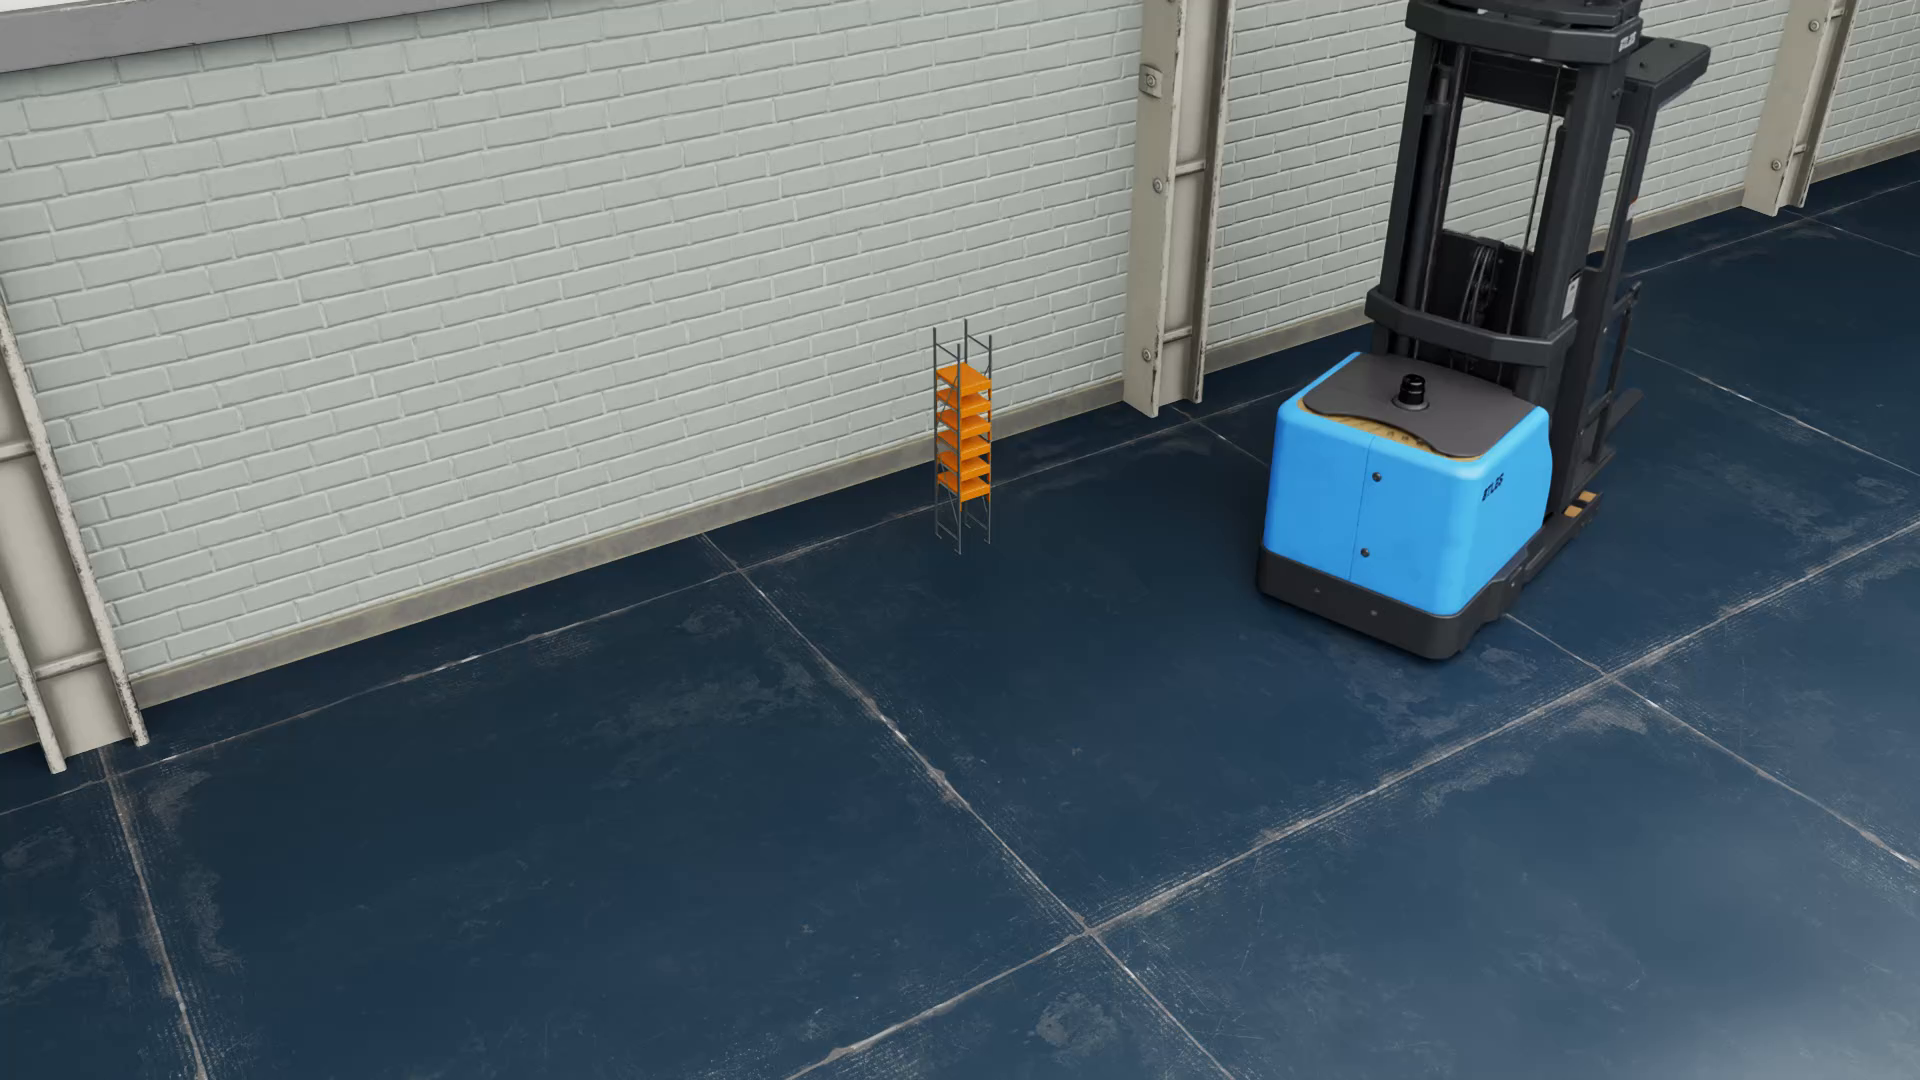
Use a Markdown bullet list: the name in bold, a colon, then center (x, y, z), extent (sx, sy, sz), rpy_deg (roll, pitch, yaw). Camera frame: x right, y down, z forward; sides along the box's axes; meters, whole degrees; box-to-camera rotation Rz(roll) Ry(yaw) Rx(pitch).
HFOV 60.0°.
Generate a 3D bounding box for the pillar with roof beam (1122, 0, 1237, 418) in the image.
- **pillar with roof beam**: center (3.554, -2.729, 4.641), extent (0.400, 9.000, 9.100), rpy_deg (-19, 37, -27)

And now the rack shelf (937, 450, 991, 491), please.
- **rack shelf**: center (0.012, -0.373, 8.524), extent (0.180, 0.103, 0.258), rpy_deg (-19, 37, -27)

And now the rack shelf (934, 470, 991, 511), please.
- **rack shelf**: center (0.012, -0.271, 8.588), extent (0.180, 0.103, 0.258), rpy_deg (-19, 37, -27)

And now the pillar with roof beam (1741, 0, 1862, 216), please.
- **pillar with roof beam**: center (8.597, -4.463, 7.390), extent (0.400, 9.000, 9.100), rpy_deg (-19, 37, -27)

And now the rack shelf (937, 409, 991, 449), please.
- **rack shelf**: center (0.012, -0.576, 8.396), extent (0.180, 0.103, 0.258), rpy_deg (-19, 37, -27)

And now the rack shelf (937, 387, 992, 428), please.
- **rack shelf**: center (0.012, -0.677, 8.332), extent (0.180, 0.103, 0.258), rpy_deg (-19, 37, -27)

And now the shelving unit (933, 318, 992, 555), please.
- **shelving unit**: center (0.012, -0.512, 8.437), extent (0.189, 1.200, 0.258), rpy_deg (-19, 37, -27)

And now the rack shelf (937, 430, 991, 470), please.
- **rack shelf**: center (0.012, -0.474, 8.460), extent (0.180, 0.103, 0.258), rpy_deg (-19, 37, -27)

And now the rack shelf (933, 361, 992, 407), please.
- **rack shelf**: center (0.012, -0.779, 8.268), extent (0.180, 0.103, 0.258), rpy_deg (-19, 37, -27)

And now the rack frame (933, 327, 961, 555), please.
- **rack frame**: center (-0.065, -0.485, 8.395), extent (0.006, 1.200, 0.240), rpy_deg (-19, 37, -27)

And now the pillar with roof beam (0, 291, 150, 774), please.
- **pillar with roof beam**: center (-1.489, -0.994, 1.892), extent (0.400, 9.000, 9.100), rpy_deg (-19, 37, -27)

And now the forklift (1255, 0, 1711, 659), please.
- **forklift**: center (2.782, -1.404, 8.228), extent (1.130, 2.935, 3.031), rpy_deg (23, 39, 32)

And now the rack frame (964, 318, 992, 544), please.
- **rack frame**: center (0.089, -0.538, 8.478), extent (0.006, 1.200, 0.240), rpy_deg (-19, 37, -27)
